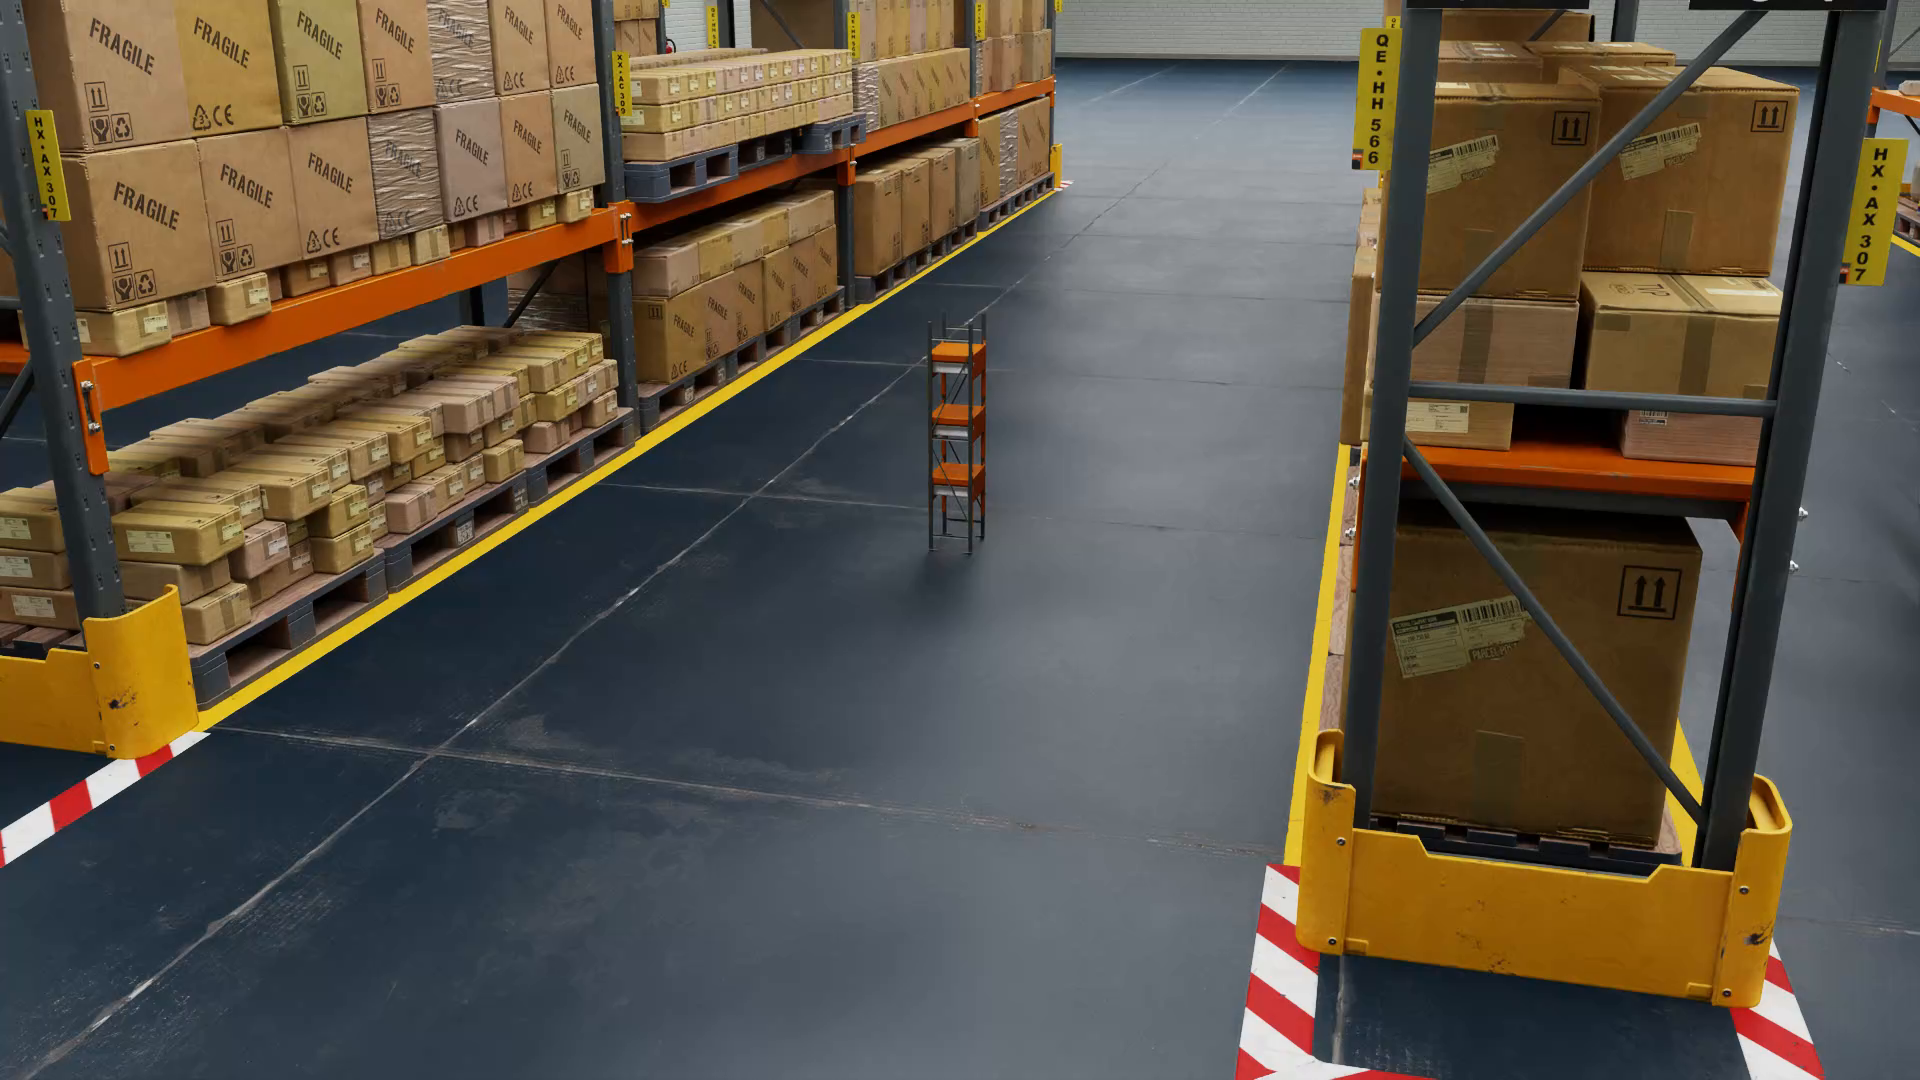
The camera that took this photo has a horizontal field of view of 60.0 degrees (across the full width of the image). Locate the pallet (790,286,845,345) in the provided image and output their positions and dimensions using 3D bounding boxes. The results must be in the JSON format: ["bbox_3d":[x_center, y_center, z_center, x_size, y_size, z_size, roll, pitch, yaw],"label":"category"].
[{"bbox_3d":[-1.509,-1.701,12.342,1.003,0.211,1.213,5,19,13],"label":"pallet"}]

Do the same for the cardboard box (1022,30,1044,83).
[{"bbox_3d":[0.478,-5.550,19.064,0.875,0.550,0.550,5,19,13],"label":"cardboard box"}]

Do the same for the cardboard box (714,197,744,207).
[{"bbox_3d":[-1.844,-2.280,11.781,0.500,0.250,0.500,4,19,13],"label":"cardboard box"}]

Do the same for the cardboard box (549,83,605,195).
[{"bbox_3d":[-2.139,-2.026,8.364,0.500,0.500,0.500,5,19,13],"label":"cardboard box"}]

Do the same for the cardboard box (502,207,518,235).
[{"bbox_3d":[-2.347,-1.541,7.948,0.380,0.149,0.250,4,19,12],"label":"cardboard box"}]

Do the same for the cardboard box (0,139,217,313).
[{"bbox_3d":[-2.894,-1.065,5.551,0.500,0.500,0.500,6,20,16],"label":"cardboard box"}]

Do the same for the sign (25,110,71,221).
[{"bbox_3d":[-2.745,-1.125,5.001,0.100,0.325,0.005,5,19,13],"label":"sign"}]

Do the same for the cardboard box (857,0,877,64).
[{"bbox_3d":[-1.075,-4.085,13.304,0.700,0.500,0.500,4,19,13],"label":"cardboard box"}]

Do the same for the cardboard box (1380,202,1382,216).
[{"bbox_3d":[1.746,-1.060,5.921,0.500,0.250,0.500,5,19,13],"label":"cardboard box"}]

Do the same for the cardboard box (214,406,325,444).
[{"bbox_3d":[-3.023,-0.479,7.291,0.380,0.149,0.250,4,19,12],"label":"cardboard box"}]

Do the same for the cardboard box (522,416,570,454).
[{"bbox_3d":[-2.206,-0.549,8.415,0.380,0.149,0.250,4,19,12],"label":"cardboard box"}]

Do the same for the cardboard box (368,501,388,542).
[{"bbox_3d":[-2.656,-0.073,7.020,0.380,0.149,0.250,5,19,14],"label":"cardboard box"}]

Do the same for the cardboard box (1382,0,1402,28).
[{"bbox_3d":[4.115,-4.341,14.177,1.000,1.000,1.000,5,19,14],"label":"cardboard box"}]

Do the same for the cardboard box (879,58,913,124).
[{"bbox_3d":[-0.700,-3.750,13.871,0.500,0.500,0.500,5,19,13],"label":"cardboard box"}]

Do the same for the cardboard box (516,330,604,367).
[{"bbox_3d":[-2.129,-1.011,8.847,0.380,0.149,0.250,5,20,15],"label":"cardboard box"}]

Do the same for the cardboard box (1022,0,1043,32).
[{"bbox_3d":[0.464,-6.062,18.893,0.875,0.550,0.550,5,19,13],"label":"cardboard box"}]

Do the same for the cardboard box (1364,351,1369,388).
[{"bbox_3d":[1.343,-0.435,4.710,0.380,0.149,0.250,5,19,14],"label":"cardboard box"}]

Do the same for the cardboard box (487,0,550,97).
[{"bbox_3d":[-2.268,-2.342,7.742,0.500,0.500,0.500,4,19,12],"label":"cardboard box"}]

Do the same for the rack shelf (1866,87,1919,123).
[{"bbox_3d":[9.737,-3.991,15.845,1.077,0.370,4.000,5,19,13],"label":"rack shelf"}]

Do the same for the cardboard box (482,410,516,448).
[{"bbox_3d":[-2.365,-0.555,7.973,0.380,0.149,0.250,5,20,15],"label":"cardboard box"}]

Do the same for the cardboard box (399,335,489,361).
[{"bbox_3d":[-2.704,-0.970,8.727,0.380,0.149,0.250,6,20,16],"label":"cardboard box"}]

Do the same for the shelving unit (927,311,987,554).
[{"bbox_3d":[-0.013,-0.480,7.469,0.215,1.050,0.252,5,19,13],"label":"shelving unit"}]

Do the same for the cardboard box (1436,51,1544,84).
[{"bbox_3d":[1.875,-1.566,6.244,0.500,0.500,0.500,4,19,12],"label":"cardboard box"}]

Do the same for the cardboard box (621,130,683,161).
[{"bbox_3d":[-1.752,-2.179,9.165,0.380,0.149,0.250,4,19,11],"label":"cardboard box"}]

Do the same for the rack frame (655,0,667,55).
[{"bbox_3d":[-4.187,-6.132,21.001,1.000,3.000,0.127,5,19,13],"label":"rack frame"}]

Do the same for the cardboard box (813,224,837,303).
[{"bbox_3d":[-1.224,-2.055,12.280,0.500,0.500,0.500,5,19,13],"label":"cardboard box"}]

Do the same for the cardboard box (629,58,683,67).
[{"bbox_3d":[-2.002,-3.008,10.671,0.380,0.149,0.250,4,19,13],"label":"cardboard box"}]

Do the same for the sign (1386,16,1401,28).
[{"bbox_3d":[2.939,-3.393,11.311,0.100,0.325,0.005,5,19,13],"label":"sign"}]

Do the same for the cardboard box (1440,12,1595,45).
[{"bbox_3d":[2.639,-2.311,8.107,0.797,0.503,0.637,4,19,12],"label":"cardboard box"}]

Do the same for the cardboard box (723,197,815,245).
[{"bbox_3d":[-1.343,-2.242,11.669,0.500,0.250,0.500,5,19,14],"label":"cardboard box"}]

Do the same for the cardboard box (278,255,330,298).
[{"bbox_3d":[-2.714,-1.053,6.519,0.380,0.149,0.250,4,19,13],"label":"cardboard box"}]

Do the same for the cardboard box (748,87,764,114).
[{"bbox_3d":[-1.436,-2.731,10.322,0.380,0.149,0.250,4,19,12],"label":"cardboard box"}]

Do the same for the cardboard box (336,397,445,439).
[{"bbox_3d":[-2.543,-0.527,7.431,0.380,0.149,0.250,5,19,14],"label":"cardboard box"}]

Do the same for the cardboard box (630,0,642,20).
[{"bbox_3d":[-4.231,-6.458,19.793,0.700,0.500,0.500,5,19,14],"label":"cardboard box"}]

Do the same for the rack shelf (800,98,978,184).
[{"bbox_3d":[-0.828,-3.552,14.559,1.077,0.370,4.000,5,19,13],"label":"rack shelf"}]

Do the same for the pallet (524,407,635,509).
[{"bbox_3d":[-2.424,-0.479,8.763,1.003,0.211,1.213,5,19,13],"label":"pallet"}]

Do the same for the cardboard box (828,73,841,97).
[{"bbox_3d":[-1.060,-3.212,11.728,0.380,0.149,0.250,5,20,15],"label":"cardboard box"}]

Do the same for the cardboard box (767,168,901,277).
[{"bbox_3d":[-1.081,-2.584,13.442,1.050,0.750,0.750,4,19,13],"label":"cardboard box"}]

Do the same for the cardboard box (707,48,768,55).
[{"bbox_3d":[-1.619,-3.496,12.101,0.380,0.149,0.250,5,19,13],"label":"cardboard box"}]

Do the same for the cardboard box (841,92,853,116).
[{"bbox_3d":[-0.992,-3.155,12.022,0.380,0.149,0.250,5,19,14],"label":"cardboard box"}]

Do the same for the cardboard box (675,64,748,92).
[{"bbox_3d":[-1.499,-2.787,10.024,0.380,0.149,0.250,4,19,13],"label":"cardboard box"}]

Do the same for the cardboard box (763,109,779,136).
[{"bbox_3d":[-1.374,-2.667,10.595,0.380,0.149,0.250,4,19,11],"label":"cardboard box"}]

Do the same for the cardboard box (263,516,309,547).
[{"bbox_3d":[-2.799,-0.058,6.516,0.380,0.149,0.250,5,19,14],"label":"cardboard box"}]

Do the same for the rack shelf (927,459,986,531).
[{"bbox_3d":[-0.013,-0.207,7.562,0.215,0.259,0.240,5,19,13],"label":"rack shelf"}]

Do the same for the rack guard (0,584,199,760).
[{"bbox_3d":[-3.253,0.401,5.740,1.175,0.500,0.348,5,19,13],"label":"rack guard"}]

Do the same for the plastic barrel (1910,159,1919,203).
[{"bbox_3d":[10.139,-3.768,17.277,0.421,0.512,0.421,0,19,0],"label":"plastic barrel"}]

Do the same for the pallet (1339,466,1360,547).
[{"bbox_3d":[2.229,-0.037,7.469,1.003,0.211,1.213,5,19,13],"label":"pallet"}]

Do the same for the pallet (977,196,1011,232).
[{"bbox_3d":[-0.078,-3.432,17.409,1.003,0.211,1.213,5,19,13],"label":"pallet"}]

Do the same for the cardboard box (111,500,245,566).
[{"bbox_3d":[-2.814,-0.027,5.966,0.380,0.149,0.250,4,19,11],"label":"cardboard box"}]

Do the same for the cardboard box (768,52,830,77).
[{"bbox_3d":[-1.120,-3.277,11.458,0.380,0.149,0.250,5,20,15],"label":"cardboard box"}]
